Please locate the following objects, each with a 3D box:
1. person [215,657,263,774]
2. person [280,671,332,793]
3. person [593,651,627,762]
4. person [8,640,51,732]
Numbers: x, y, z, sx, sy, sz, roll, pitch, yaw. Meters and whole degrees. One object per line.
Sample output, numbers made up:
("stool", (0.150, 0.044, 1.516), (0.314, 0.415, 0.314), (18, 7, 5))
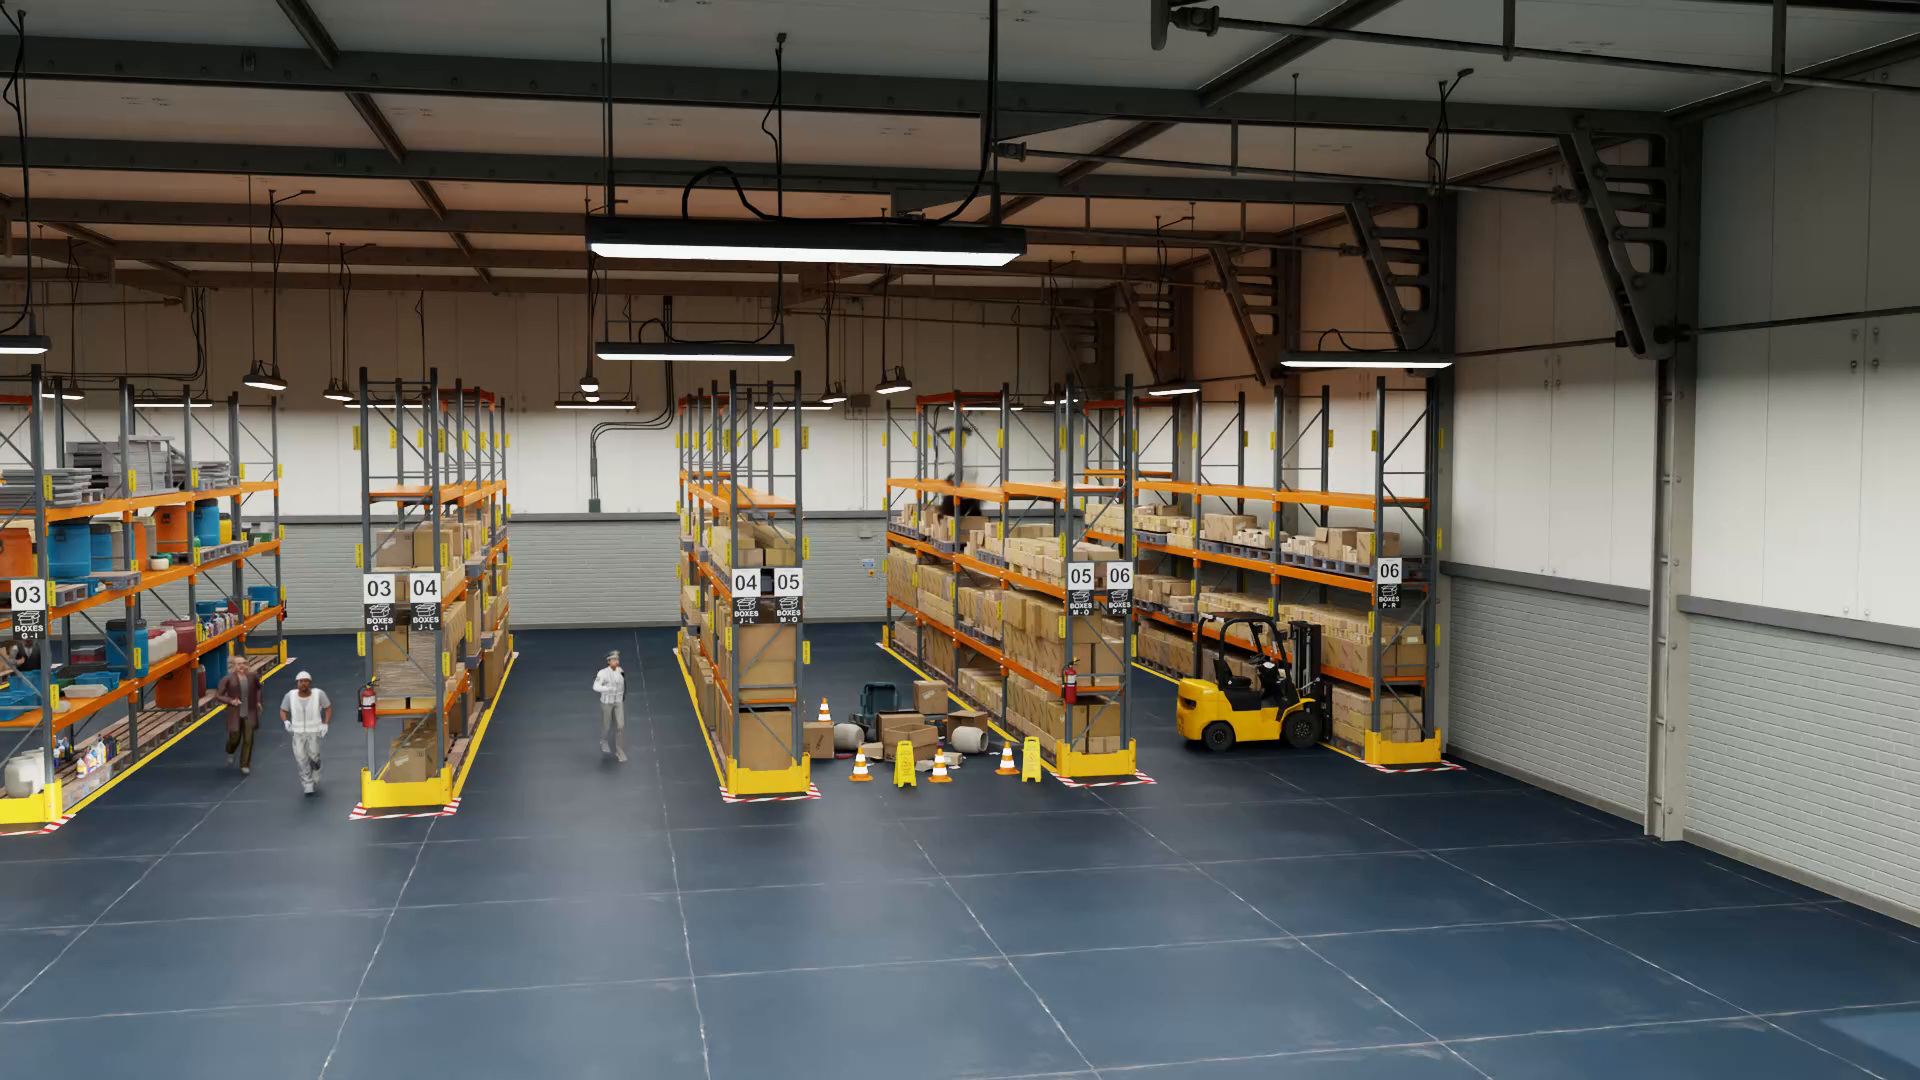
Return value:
("person", (-10.866, 2.630, 25.099), (0.704, 1.745, 0.835), (-3, 4, -38))
("person", (-9.316, 2.726, 23.682), (0.691, 1.735, 0.615), (-1, 4, -15))
("person", (-5.510, 2.597, 26.204), (0.588, 1.732, 0.848), (-2, 4, -33))
("person", (-16.142, 2.404, 28.853), (0.635, 1.753, 0.907), (-1, 4, -21))
